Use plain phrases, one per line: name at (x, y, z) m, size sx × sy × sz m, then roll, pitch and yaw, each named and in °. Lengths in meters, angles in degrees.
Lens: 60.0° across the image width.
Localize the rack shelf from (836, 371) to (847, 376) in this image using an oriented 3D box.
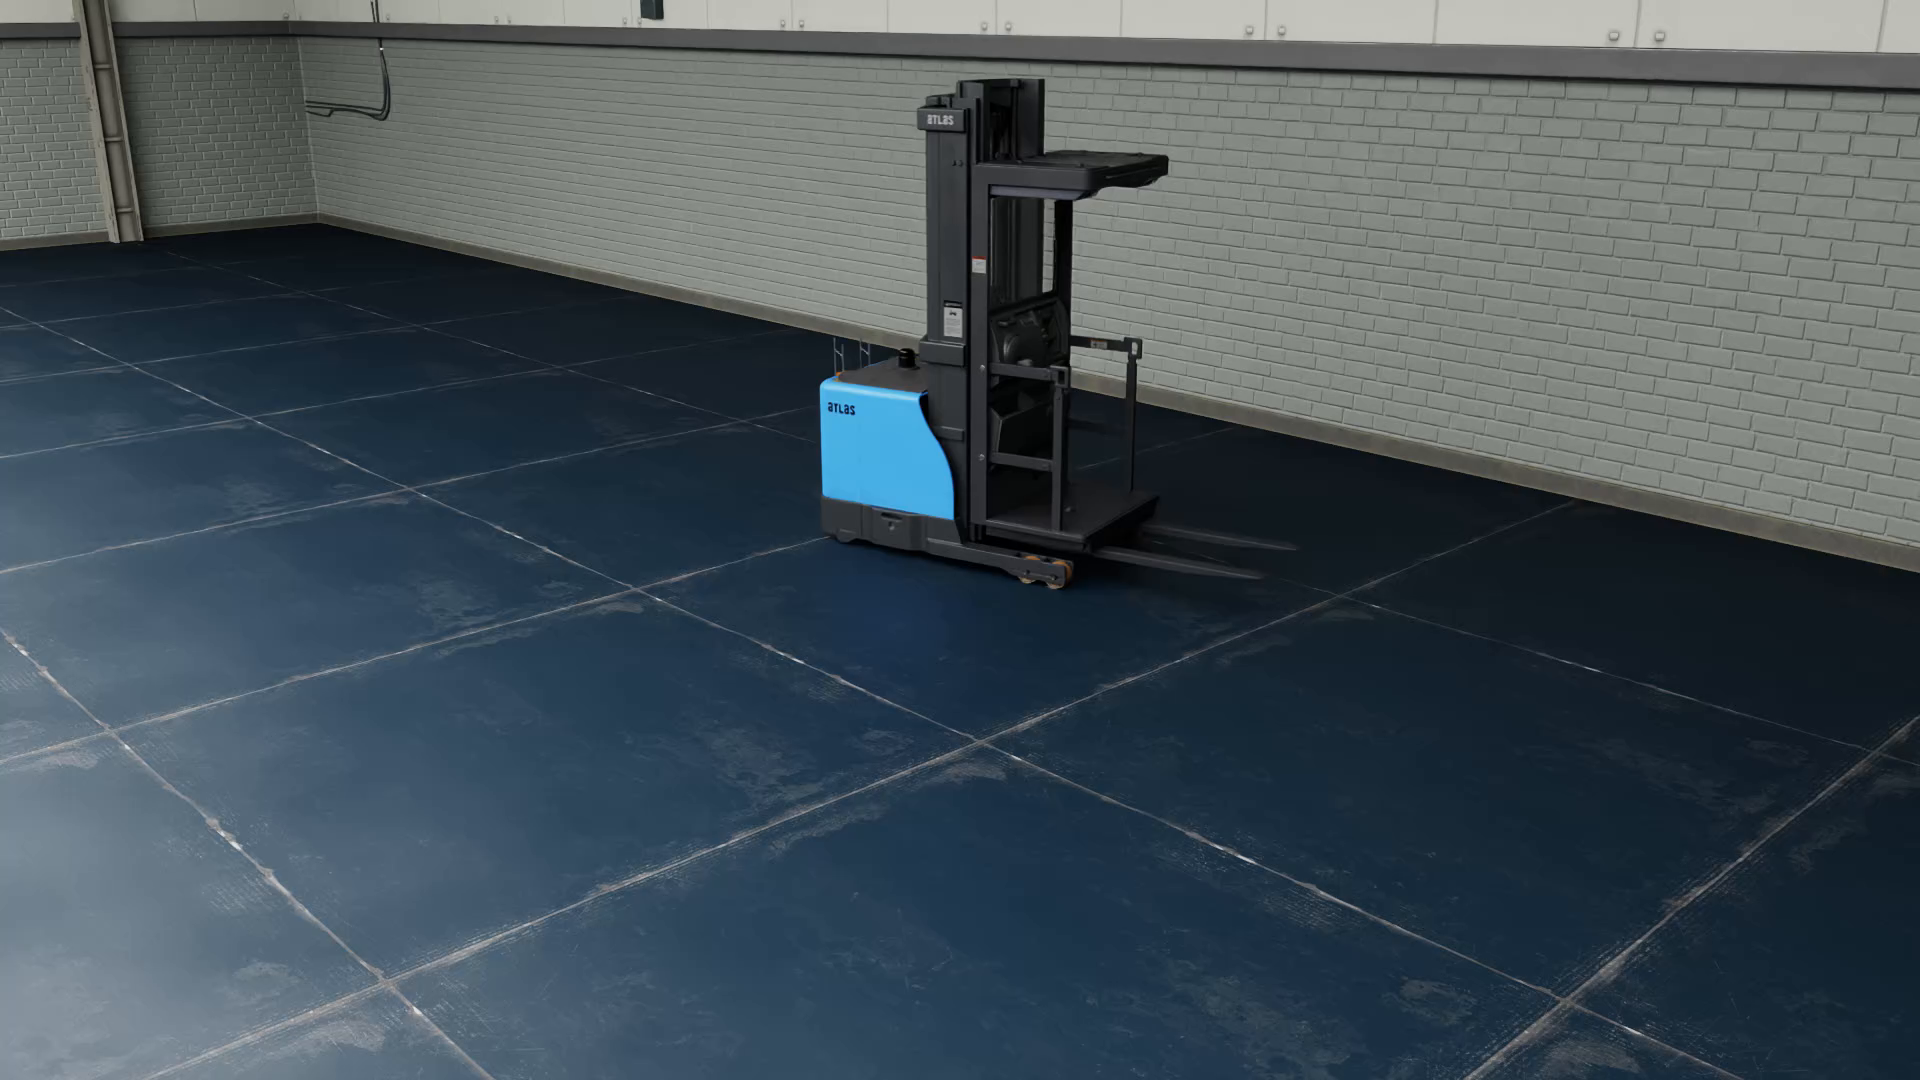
rack shelf at (-0.733, -1.088, 11.368) m, size 0.180 × 0.103 × 0.258 m, roll -6°, pitch 19°, yaw -17°

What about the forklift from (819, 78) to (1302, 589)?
forklift at (0.610, -1.286, 10.200) m, size 3.031 × 2.935 × 1.130 m, roll 10°, pitch 21°, yaw 29°

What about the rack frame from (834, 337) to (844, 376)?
rack frame at (-0.818, -0.778, 11.439) m, size 0.006 × 1.200 × 0.240 m, roll -6°, pitch 19°, yaw -17°

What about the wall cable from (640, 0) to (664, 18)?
wall cable at (-2.812, -8.539, 17.216) m, size 0.169 × 6.003 × 2.305 m, roll -16°, pitch 24°, yaw -41°

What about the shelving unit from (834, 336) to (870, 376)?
shelving unit at (-0.731, -0.788, 11.466) m, size 0.189 × 1.200 × 0.258 m, roll -6°, pitch 19°, yaw -17°

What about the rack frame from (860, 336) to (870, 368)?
rack frame at (-0.644, -0.797, 11.493) m, size 0.006 × 1.200 × 0.240 m, roll -6°, pitch 19°, yaw -17°

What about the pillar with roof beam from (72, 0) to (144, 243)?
pillar with roof beam at (-9.414, -7.759, 20.326) m, size 0.400 × 9.000 × 9.100 m, roll -16°, pitch 24°, yaw -41°

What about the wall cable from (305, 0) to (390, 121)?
wall cable at (-9.323, -7.575, 24.792) m, size 0.112 × 2.526 × 3.097 m, roll -16°, pitch 24°, yaw -41°
